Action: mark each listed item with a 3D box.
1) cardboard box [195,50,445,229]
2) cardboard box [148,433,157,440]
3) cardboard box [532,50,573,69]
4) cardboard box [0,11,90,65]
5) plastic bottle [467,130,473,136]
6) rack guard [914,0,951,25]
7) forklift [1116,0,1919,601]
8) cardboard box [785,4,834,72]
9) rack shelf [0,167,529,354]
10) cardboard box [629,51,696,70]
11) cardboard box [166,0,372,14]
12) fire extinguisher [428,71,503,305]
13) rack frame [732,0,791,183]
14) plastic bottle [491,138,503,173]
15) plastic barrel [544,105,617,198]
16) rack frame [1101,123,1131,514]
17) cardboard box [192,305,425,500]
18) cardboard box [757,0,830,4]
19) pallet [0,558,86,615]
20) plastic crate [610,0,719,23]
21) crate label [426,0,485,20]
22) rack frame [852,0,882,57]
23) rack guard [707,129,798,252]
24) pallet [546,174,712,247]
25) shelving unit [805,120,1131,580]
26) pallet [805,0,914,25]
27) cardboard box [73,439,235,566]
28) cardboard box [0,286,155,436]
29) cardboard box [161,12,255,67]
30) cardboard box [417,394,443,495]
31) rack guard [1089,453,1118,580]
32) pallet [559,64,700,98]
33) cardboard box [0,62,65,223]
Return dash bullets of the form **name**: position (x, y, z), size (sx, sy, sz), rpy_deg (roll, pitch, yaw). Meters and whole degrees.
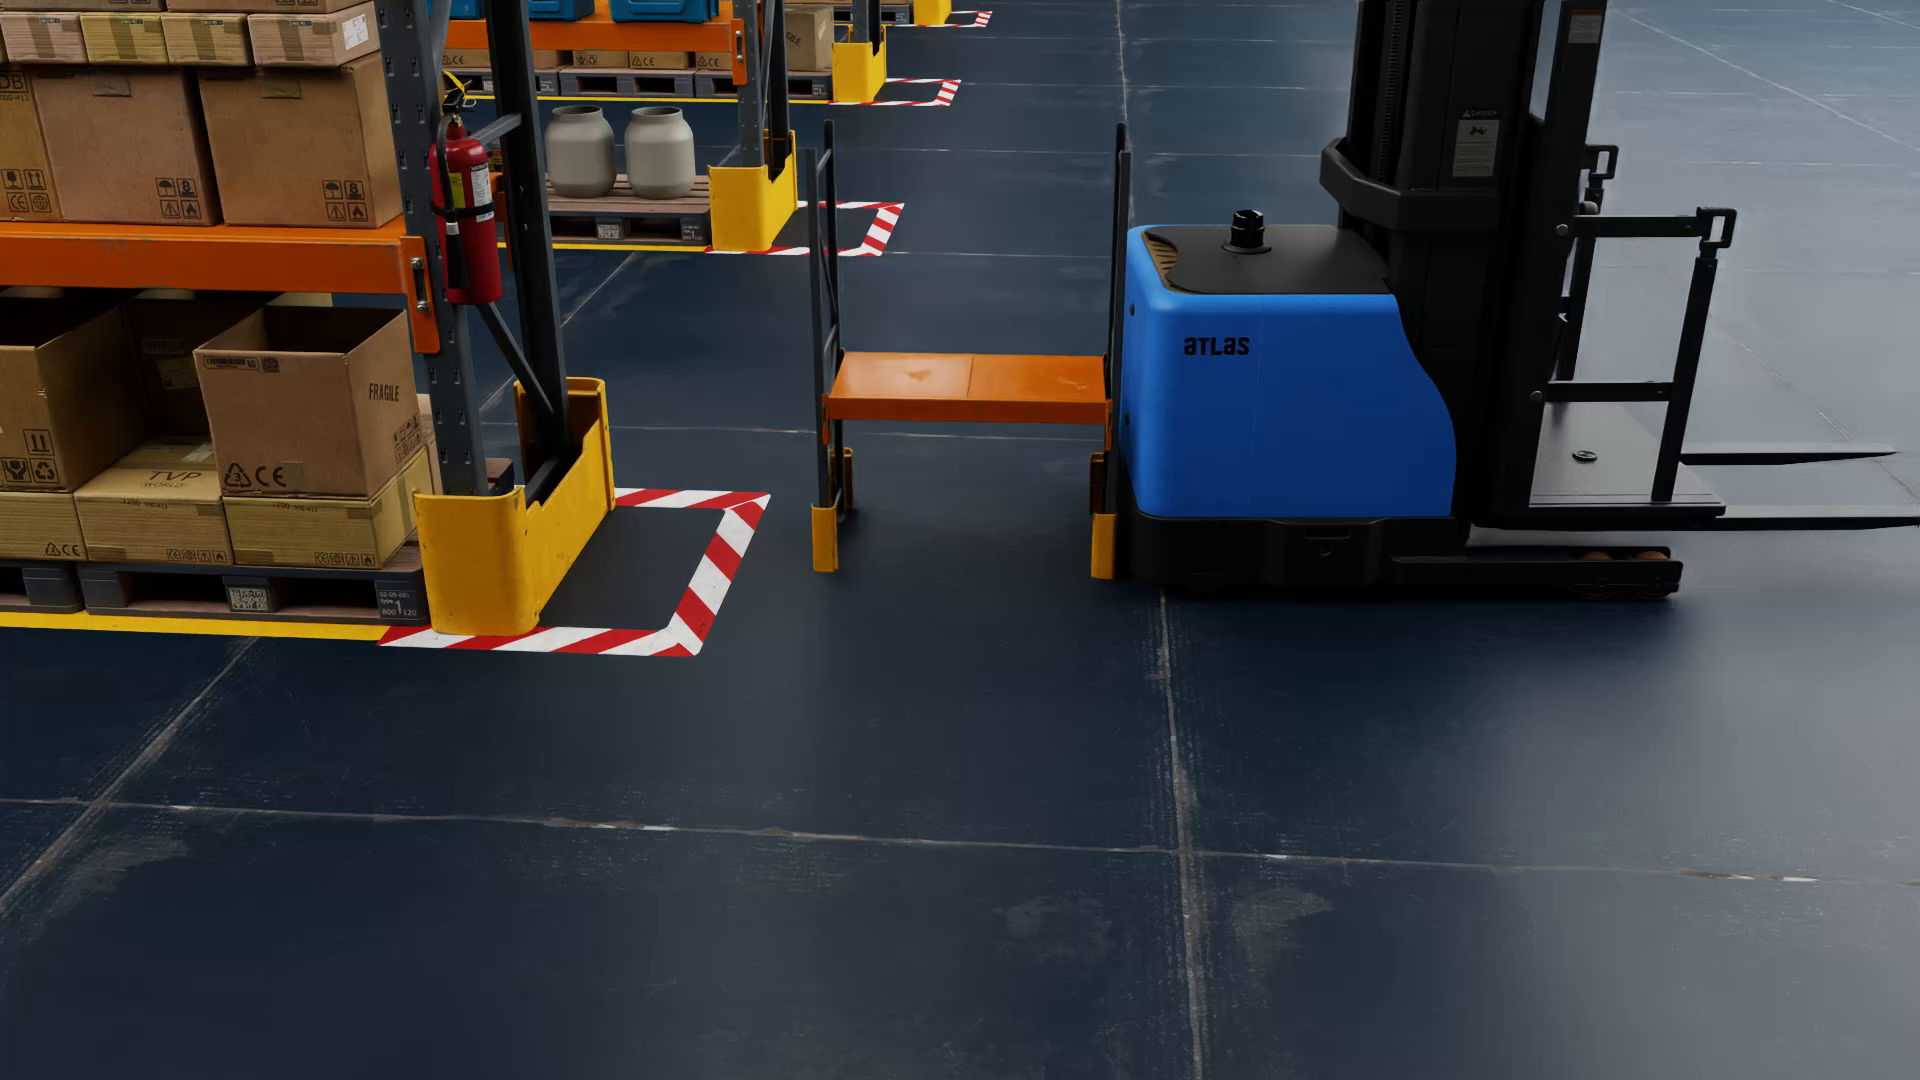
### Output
- **cardboard box**: position (-2.049, -1.355, 5.448), size (0.500, 0.500, 0.700), rpy_deg (2, 25, 4)
- **cardboard box**: position (-3.099, -0.371, 6.217), size (0.500, 0.250, 0.500), rpy_deg (2, 25, 4)
- **cardboard box**: position (-3.843, -4.556, 15.013), size (0.500, 0.500, 0.500), rpy_deg (10, 27, 21)
- **cardboard box**: position (-2.746, -1.587, 5.176), size (0.250, 0.149, 0.380), rpy_deg (2, 25, 5)
- **plastic bottle**: position (-3.209, -2.522, 10.828), size (0.133, 0.283, 0.061), rpy_deg (2, 25, 5)
- **rack guard**: position (-0.318, -6.345, 19.404), size (0.348, 0.500, 1.175), rpy_deg (2, 25, 4)
- **forklift**: position (2.108, -1.345, 5.628), size (3.031, 2.935, 1.130), rpy_deg (0, 25, -1)
- **cardboard box**: position (-1.443, -4.500, 14.891), size (0.500, 0.500, 0.500), rpy_deg (6, 25, 14)
- **rack shelf**: position (-3.578, -1.026, 5.714), size (4.000, 0.370, 1.077), rpy_deg (2, 25, 4)
- **cardboard box**: position (-2.665, -4.533, 14.962), size (0.500, 0.500, 0.500), rpy_deg (4, 25, 9)
- **cardboard box**: position (-2.101, -1.946, 5.180), size (0.500, 0.500, 0.700), rpy_deg (2, 25, 4)
- **fire extinguisher**: position (-1.502, -1.056, 5.012), size (0.183, 0.674, 0.296), rpy_deg (2, 25, 4)
- **rack frame**: position (-1.201, -3.353, 9.911), size (0.127, 3.000, 1.000), rpy_deg (2, 25, 4)
- **plastic bottle**: position (-2.985, -2.502, 10.798), size (0.097, 0.271, 0.097), rpy_deg (0, 25, 0)
- **plastic barrel**: position (-2.363, -2.419, 10.355), size (0.421, 0.512, 0.421), rpy_deg (0, 25, 0)
- **rack frame**: position (0.544, -0.663, 5.859), size (0.032, 1.500, 0.500), rpy_deg (1, 25, 3)
- **cardboard box**: position (-2.142, -0.464, 5.523), size (0.500, 0.500, 0.500), rpy_deg (2, 25, 4)
- **cardboard box**: position (-1.900, -6.729, 19.286), size (0.875, 0.875, 0.875), rpy_deg (1, 25, 3)
- **pallet**: position (-3.563, -0.069, 6.110), size (1.213, 0.211, 1.003), rpy_deg (2, 25, 4)
- **plastic crate**: position (-1.723, -3.177, 9.706), size (0.616, 0.251, 0.499), rpy_deg (2, 25, 4)
- **crate label**: position (-3.057, -3.316, 9.787), size (0.616, 0.435, 0.502), rpy_deg (2, 25, 4)
- **rack frame**: position (-0.822, -5.418, 14.397), size (0.127, 3.000, 1.000), rpy_deg (2, 25, 4)
- **rack guard**: position (-1.281, -2.201, 10.396), size (0.348, 0.500, 1.175), rpy_deg (2, 25, 4)
- **pallet**: position (-2.090, -2.098, 10.518), size (1.213, 0.211, 1.003), rpy_deg (2, 25, 4)
- **shelving unit**: position (0.028, -0.675, 5.884), size (1.083, 1.500, 0.587), rpy_deg (1, 25, 3)
- **pallet**: position (-1.145, -6.208, 19.451), size (1.213, 0.211, 1.003), rpy_deg (2, 25, 4)
- **cardboard box**: position (-2.641, -0.136, 5.705), size (0.500, 0.250, 0.500), rpy_deg (2, 25, 4)
- **cardboard box**: position (-3.100, -0.707, 6.050), size (0.500, 0.500, 0.500), rpy_deg (2, 25, 4)
- **cardboard box**: position (-2.241, -1.570, 5.139), size (0.250, 0.149, 0.380), rpy_deg (2, 25, 5)
- **cardboard box**: position (-2.102, -0.341, 6.151), size (0.500, 0.250, 0.500), rpy_deg (2, 25, 4)
- **rack guard**: position (0.525, -0.096, 6.121), size (0.087, 0.250, 0.587), rpy_deg (1, 25, 3)
- **pallet**: position (-2.918, -4.234, 15.161), size (1.213, 0.211, 1.003), rpy_deg (2, 25, 4)
- **cardboard box**: position (-3.067, -1.388, 5.520), size (0.500, 0.500, 0.700), rpy_deg (2, 25, 4)
